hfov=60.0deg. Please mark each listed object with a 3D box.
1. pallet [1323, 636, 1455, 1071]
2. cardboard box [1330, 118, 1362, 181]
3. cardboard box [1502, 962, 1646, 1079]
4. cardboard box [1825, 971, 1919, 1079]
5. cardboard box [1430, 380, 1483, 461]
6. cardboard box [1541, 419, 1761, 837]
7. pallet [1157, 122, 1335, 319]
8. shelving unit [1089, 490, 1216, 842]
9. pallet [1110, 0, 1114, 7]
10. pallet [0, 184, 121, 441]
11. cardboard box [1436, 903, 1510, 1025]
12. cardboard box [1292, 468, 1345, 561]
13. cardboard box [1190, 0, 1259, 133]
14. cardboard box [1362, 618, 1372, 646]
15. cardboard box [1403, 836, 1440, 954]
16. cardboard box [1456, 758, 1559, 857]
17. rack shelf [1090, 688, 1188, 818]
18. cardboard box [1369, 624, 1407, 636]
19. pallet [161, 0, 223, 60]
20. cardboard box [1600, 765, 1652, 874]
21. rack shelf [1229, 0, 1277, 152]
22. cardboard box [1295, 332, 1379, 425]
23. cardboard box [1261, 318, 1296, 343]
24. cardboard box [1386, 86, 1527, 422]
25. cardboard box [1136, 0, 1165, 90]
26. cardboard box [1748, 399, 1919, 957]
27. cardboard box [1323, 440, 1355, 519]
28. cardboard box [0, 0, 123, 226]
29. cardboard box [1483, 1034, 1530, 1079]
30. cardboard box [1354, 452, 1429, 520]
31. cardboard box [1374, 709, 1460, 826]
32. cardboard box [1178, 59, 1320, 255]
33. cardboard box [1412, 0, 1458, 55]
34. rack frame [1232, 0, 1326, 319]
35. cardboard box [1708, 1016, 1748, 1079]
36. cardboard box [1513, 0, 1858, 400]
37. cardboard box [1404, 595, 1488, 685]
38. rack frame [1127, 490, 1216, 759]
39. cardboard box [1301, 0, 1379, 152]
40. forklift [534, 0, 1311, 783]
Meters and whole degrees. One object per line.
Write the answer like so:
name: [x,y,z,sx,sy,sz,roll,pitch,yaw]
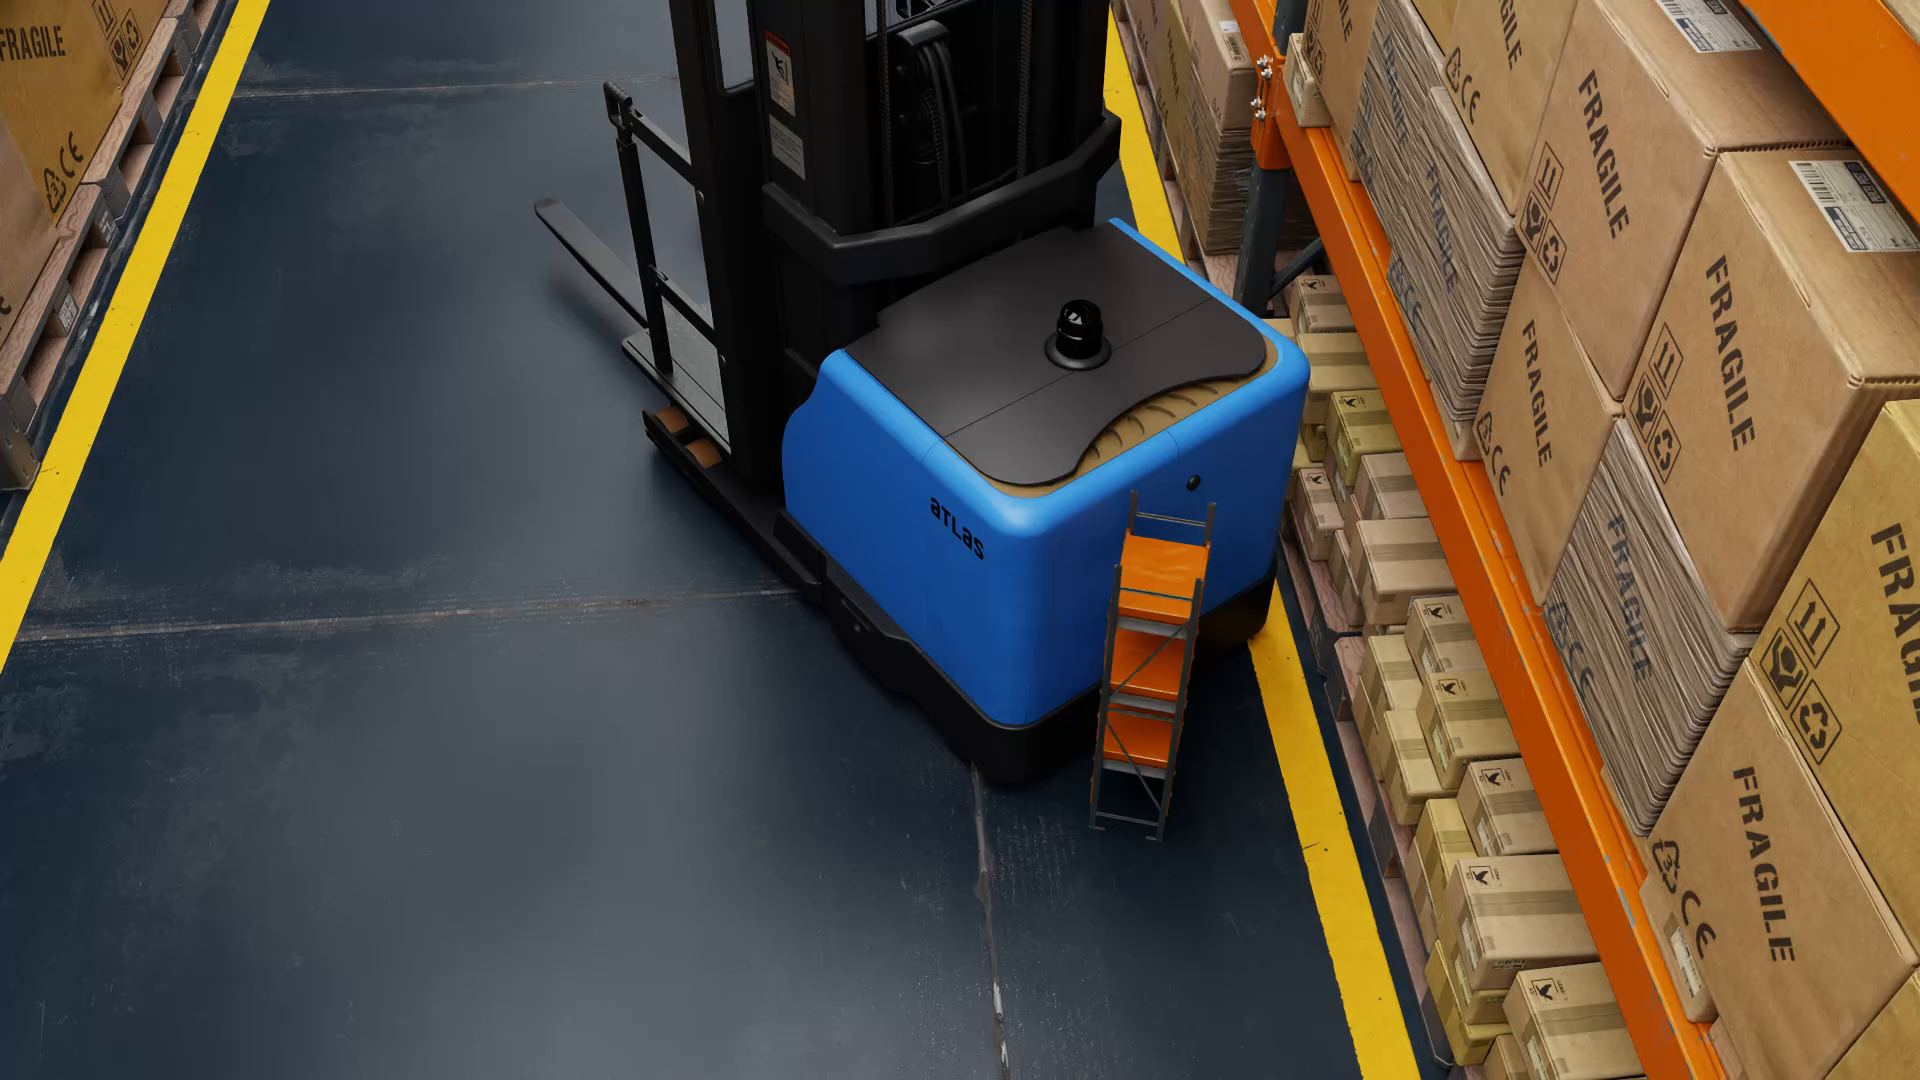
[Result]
pallet: [1.602,0.753,4.392,1.003,0.211,1.213,-3,47,-3]
cardboard box: [1.199,-1.081,4.381,0.380,0.149,0.250,-2,47,-2]
cardboard box: [1.373,1.027,3.476,0.380,0.149,0.250,-5,47,-5]
cardboard box: [1.446,0.873,2.083,0.500,0.500,0.500,-3,47,-2]
cardboard box: [1.262,-0.314,3.654,0.380,0.149,0.250,-2,47,-2]
cardboard box: [1.356,0.134,2.783,0.500,0.500,0.500,-3,47,-3]
pallet: [1.339,-1.179,6.221,1.003,0.211,1.213,-3,47,-3]
shelving unit: [0.474,0.348,4.197,0.215,1.050,0.252,9,47,9]
pallet: [1.135,-2.944,7.893,1.003,0.211,1.213,-3,47,-3]
pallet: [-3.658,-0.796,5.858,1.003,0.211,1.213,-3,47,-3]
cardboard box: [1.310,0.939,3.765,0.380,0.149,0.250,-3,47,-3]
cardboard box: [1.211,-0.087,4.940,0.380,0.149,0.250,-4,47,-3]
cardboard box: [1.091,-1.641,5.654,0.500,0.250,0.500,-5,47,-4]
cardboard box: [1.339,0.286,4.587,0.380,0.149,0.250,-5,47,-5]
cardboard box: [1.309,0.853,4.050,0.380,0.149,0.250,-3,47,-3]
cardboard box: [1.383,0.638,3.844,0.380,0.149,0.250,-5,47,-5]
rack shelf: [0.474,0.547,4.407,0.215,0.259,0.240,9,47,9]
cardboard box: [1.303,0.188,4.475,0.380,0.149,0.250,-2,47,-1]
pallet: [-3.863,-2.561,7.530,1.003,0.211,1.213,-3,47,-3]
cardboard box: [1.375,0.449,2.932,0.380,0.149,0.250,-5,47,-5]
rack shelf: [1.238,-2.774,6.307,1.077,0.370,4.000,-3,47,-3]
cardboard box: [1.192,-0.479,4.902,0.380,0.149,0.250,-1,47,-1]
cardboard box: [1.117,-0.559,5.183,0.380,0.149,0.250,-2,47,-1]
cardboard box: [1.251,-0.614,3.491,0.500,0.500,0.500,-4,47,-4]
cardboard box: [1.011,-2.122,6.627,0.500,0.500,0.500,-4,47,-4]
cardboard box: [1.412,0.156,2.074,0.500,0.500,0.500,-5,47,-5]
cardboard box: [1.284,-0.208,4.850,0.380,0.149,0.250,-4,47,-4]
cardboard box: [-3.734,-1.711,5.979,0.875,0.875,0.875,-2,47,-2]
cardboard box: [1.396,1.233,3.691,0.380,0.149,0.250,-3,47,-3]
cardboard box: [1.307,-0.111,4.554,0.380,0.149,0.250,-5,47,-4]
cardboard box: [1.257,0.554,4.128,0.380,0.149,0.250,-3,47,-3]
cardboard box: [1.092,-1.380,5.923,0.500,0.500,0.500,-4,47,-4]
cardboard box: [1.259,-1.340,3.491,0.500,0.500,0.500,-5,47,-4]
rack frame: [1.405,-1.575,4.675,1.000,3.000,0.127,-3,47,-3]
cardboard box: [1.412,0.824,2.576,0.380,0.149,0.250,-4,47,-4]
cardboard box: [1.312,-0.602,2.792,0.500,0.500,0.500,-5,47,-5]
cardboard box: [1.352,0.270,4.193,0.380,0.149,0.250,-5,47,-5]
rack frame: [0.501,0.262,4.279,0.200,1.050,0.008,9,47,9]
cardboard box: [1.196,-1.338,4.177,0.500,0.500,0.500,-4,47,-4]
forklift: [-0.382,-1.370,4.529,1.130,2.935,3.031,-29,53,-25]
